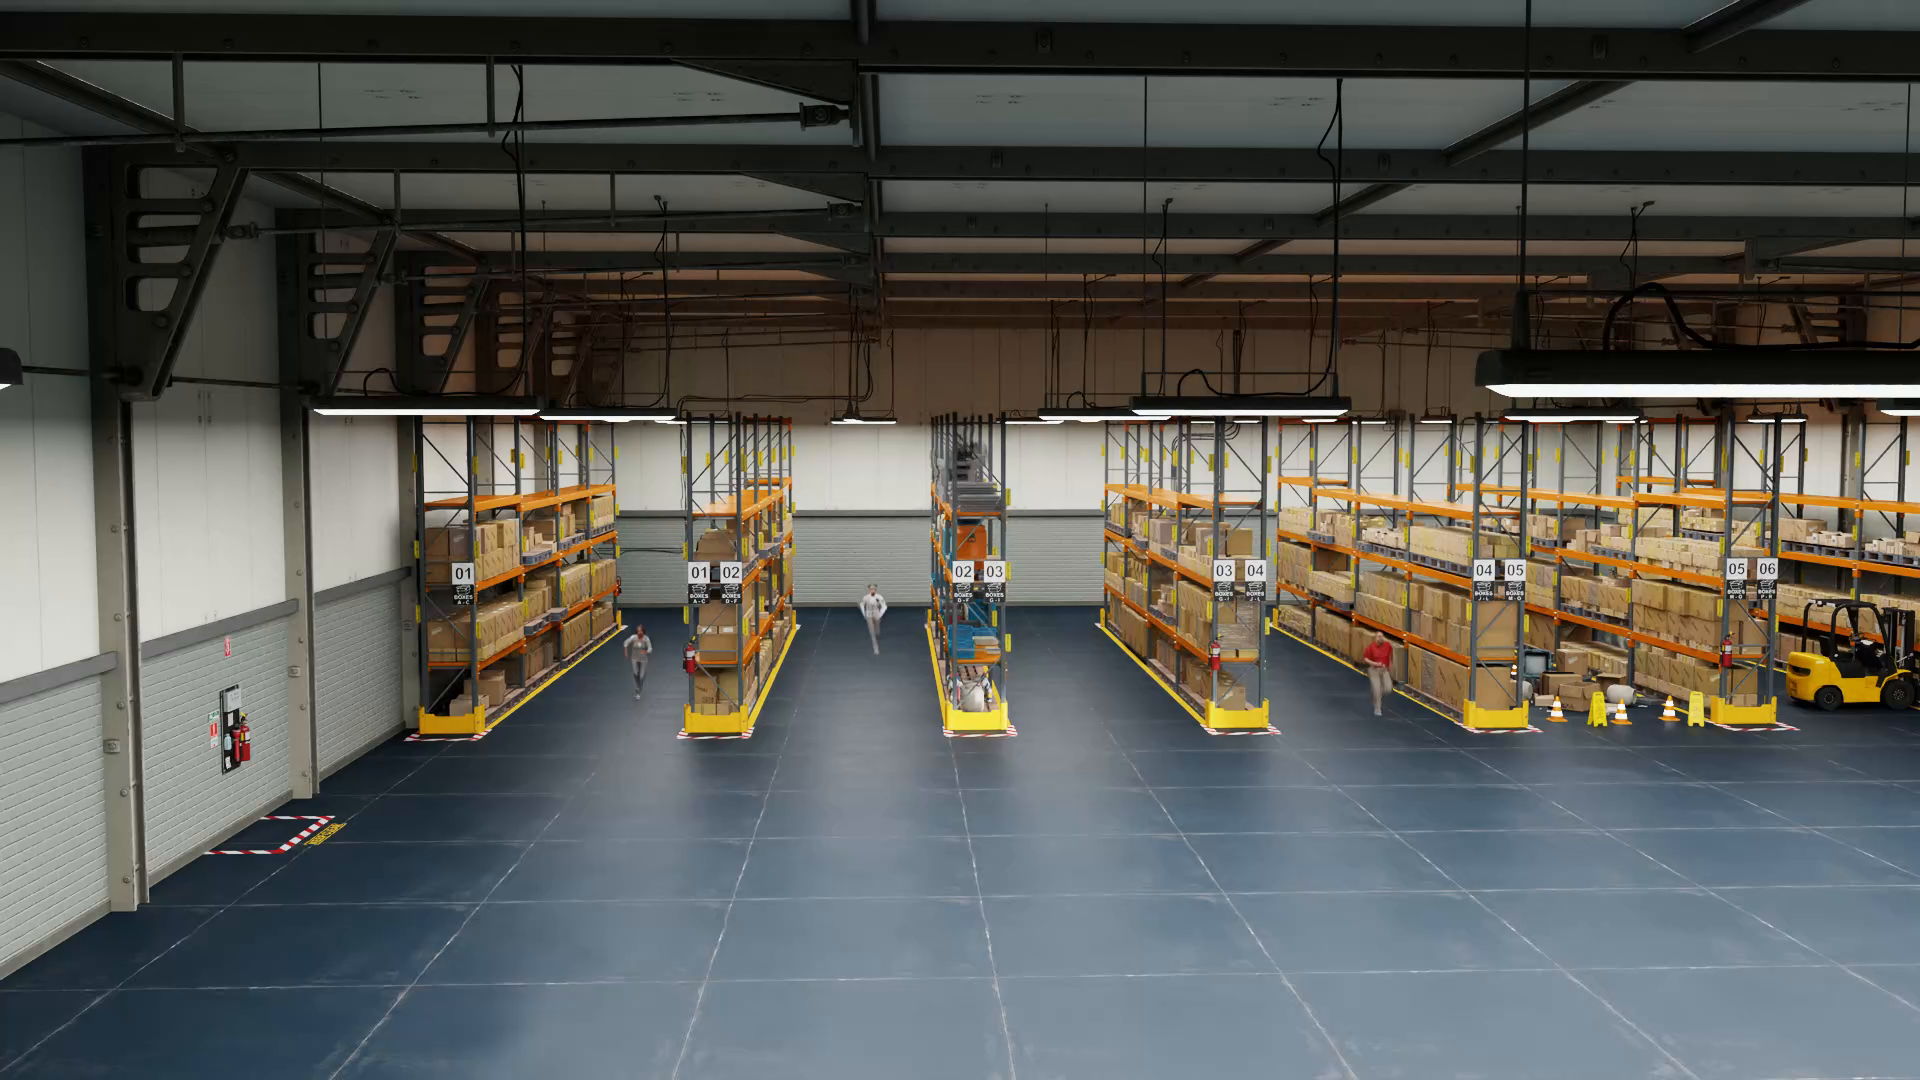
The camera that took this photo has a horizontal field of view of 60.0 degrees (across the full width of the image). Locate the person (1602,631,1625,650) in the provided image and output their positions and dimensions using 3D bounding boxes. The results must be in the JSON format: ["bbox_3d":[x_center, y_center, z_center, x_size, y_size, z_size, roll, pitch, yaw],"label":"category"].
[{"bbox_3d":[16.514,1.979,41.969,0.642,1.840,0.763,0,4,-7],"label":"person"}]

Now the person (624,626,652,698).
[{"bbox_3d":[-6.752,2.576,34.900,0.569,1.524,0.680,-1,4,-10],"label":"person"}]

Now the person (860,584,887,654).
[{"bbox_3d":[-2.093,1.884,40.106,0.643,1.682,0.666,0,4,-2],"label":"person"}]

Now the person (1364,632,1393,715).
[{"bbox_3d":[8.355,2.647,33.009,0.701,1.676,0.656,-1,4,-11],"label":"person"}]
